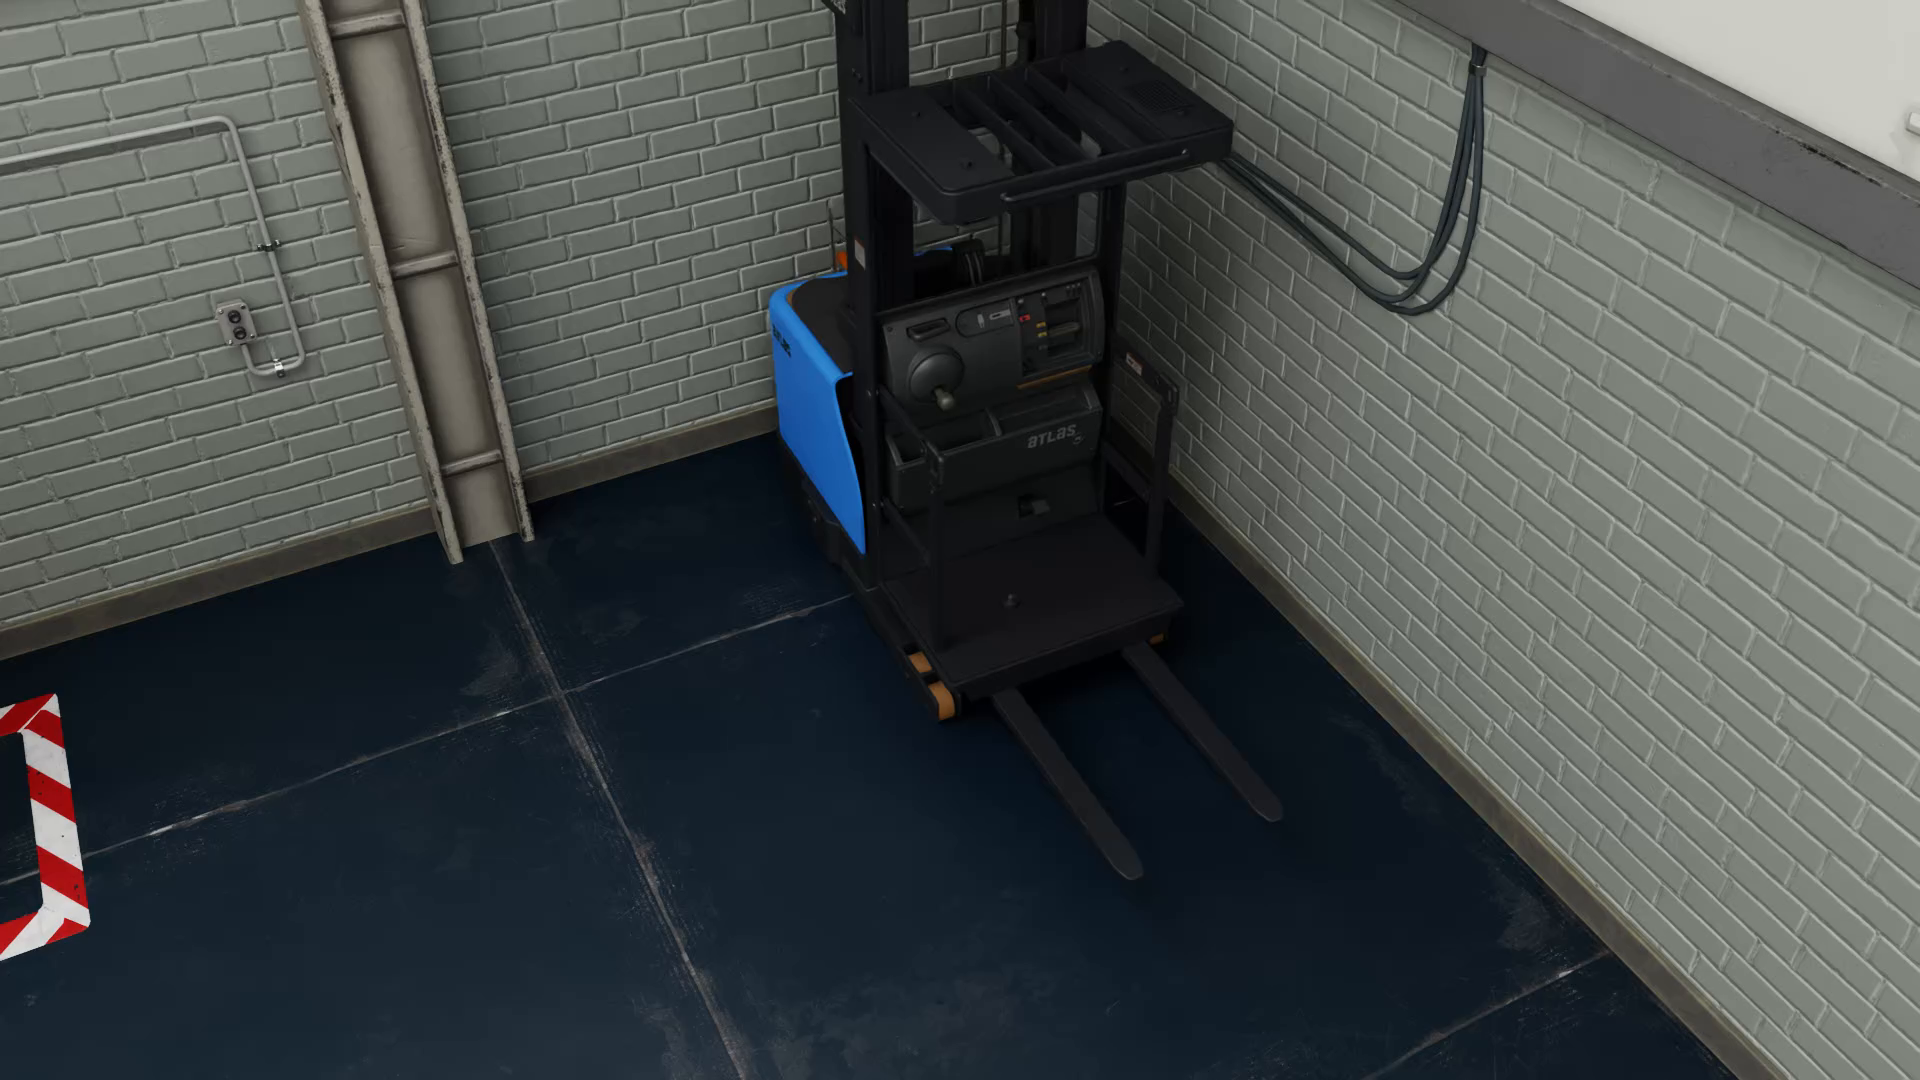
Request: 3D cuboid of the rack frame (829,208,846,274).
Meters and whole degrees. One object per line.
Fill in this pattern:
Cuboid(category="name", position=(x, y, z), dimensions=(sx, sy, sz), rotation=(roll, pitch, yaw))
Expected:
Cuboid(category="rack frame", position=(-0.541, -1.003, 7.989), dimensions=(0.006, 1.200, 0.240), rotation=(-19, 42, -21))

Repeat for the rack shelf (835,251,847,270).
Cuboid(category="rack shelf", position=(-0.464, -1.277, 7.824), dimensions=(0.180, 0.103, 0.258), rotation=(-19, 42, -21))

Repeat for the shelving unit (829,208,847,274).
Cuboid(category="shelving unit", position=(-0.460, -1.031, 8.022), dimensions=(0.189, 1.200, 0.258), rotation=(-19, 42, -21))

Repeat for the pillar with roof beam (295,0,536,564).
Cuboid(category="pillar with roof beam", position=(-0.232, -1.003, 1.958), dimensions=(0.400, 9.000, 9.100), rotation=(-19, 44, -21))

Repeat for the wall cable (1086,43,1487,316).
Cuboid(category="wall cable", position=(0.966, -2.466, 6.090), dimensions=(0.112, 2.526, 3.097), rotation=(-19, 44, -21))

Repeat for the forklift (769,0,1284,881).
Cuboid(category="forklift", position=(0.238, -0.701, 6.299), dimensions=(1.130, 2.935, 3.031), rotation=(-18, 43, -20))

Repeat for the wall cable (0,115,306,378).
Cuboid(category="wall cable", position=(-3.517, -1.190, 6.037), dimensions=(1.851, 1.984, 0.084), rotation=(-19, 44, -21))
